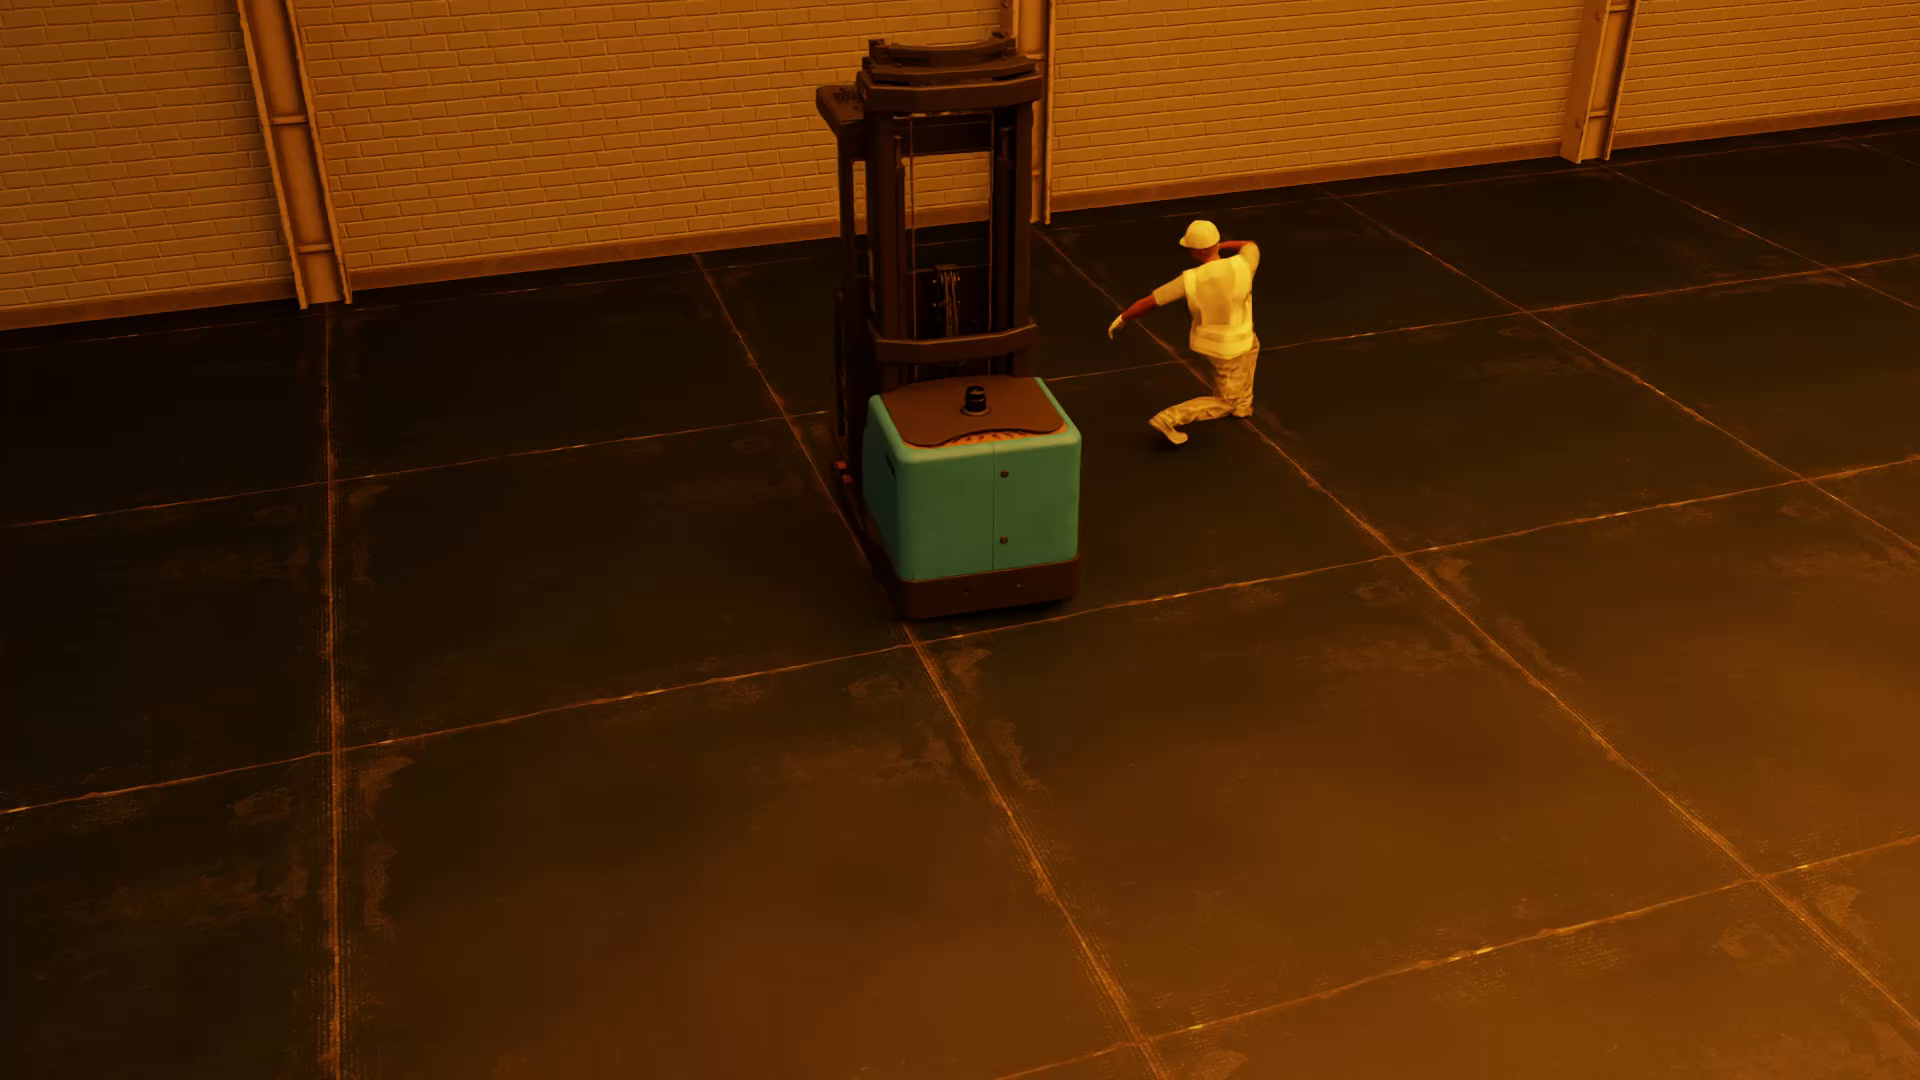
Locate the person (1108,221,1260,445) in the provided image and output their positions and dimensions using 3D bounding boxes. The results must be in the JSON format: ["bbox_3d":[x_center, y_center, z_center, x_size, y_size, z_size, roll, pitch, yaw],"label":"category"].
[{"bbox_3d":[1.553,-1.436,11.036,0.857,1.501,0.995,24,37,35],"label":"person"}]

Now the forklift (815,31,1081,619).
[{"bbox_3d":[-0.199,-1.557,9.794,1.130,2.935,3.031,-7,31,-13],"label":"forklift"}]
